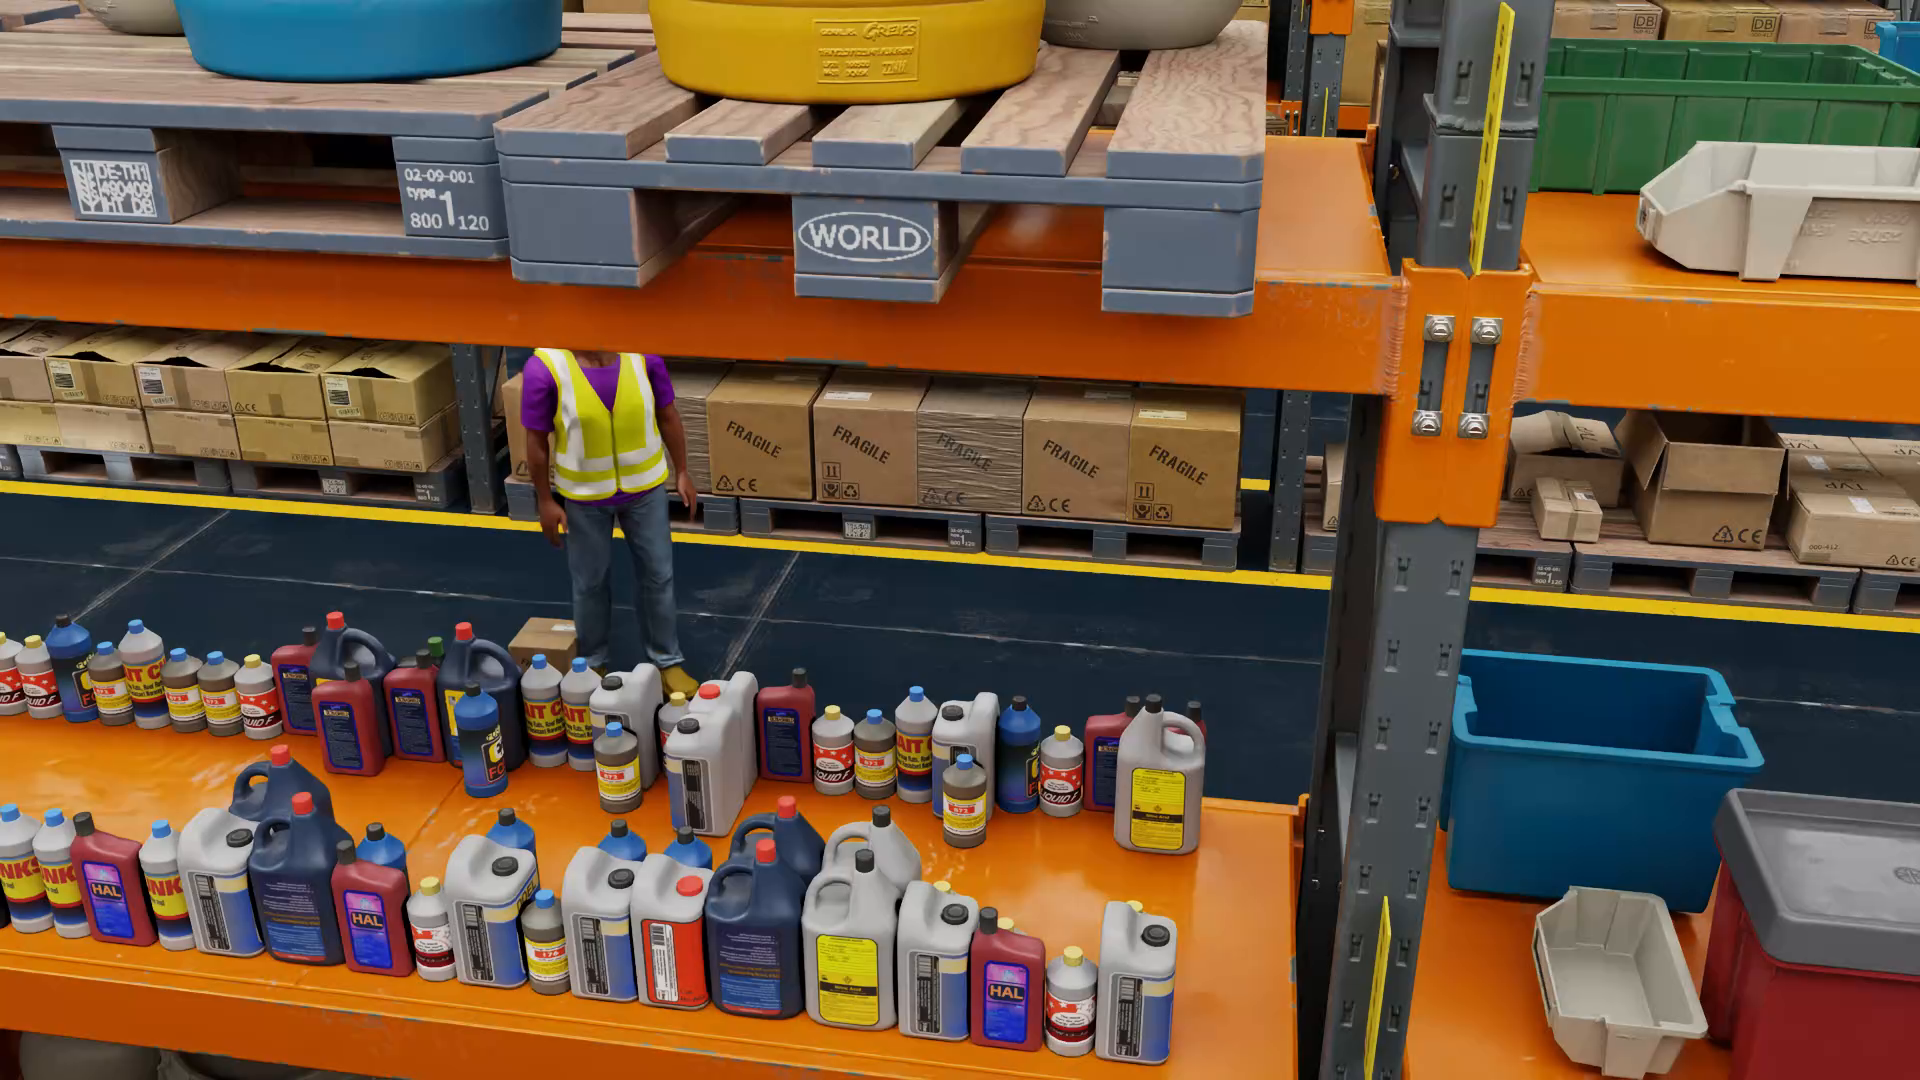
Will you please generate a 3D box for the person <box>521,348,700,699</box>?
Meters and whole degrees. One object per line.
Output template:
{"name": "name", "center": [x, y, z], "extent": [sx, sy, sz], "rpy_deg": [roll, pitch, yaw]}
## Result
{"name": "person", "center": [-1.332, -0.173, 6.427], "extent": [0.631, 1.729, 0.441], "rpy_deg": [-10, 26, -20]}
